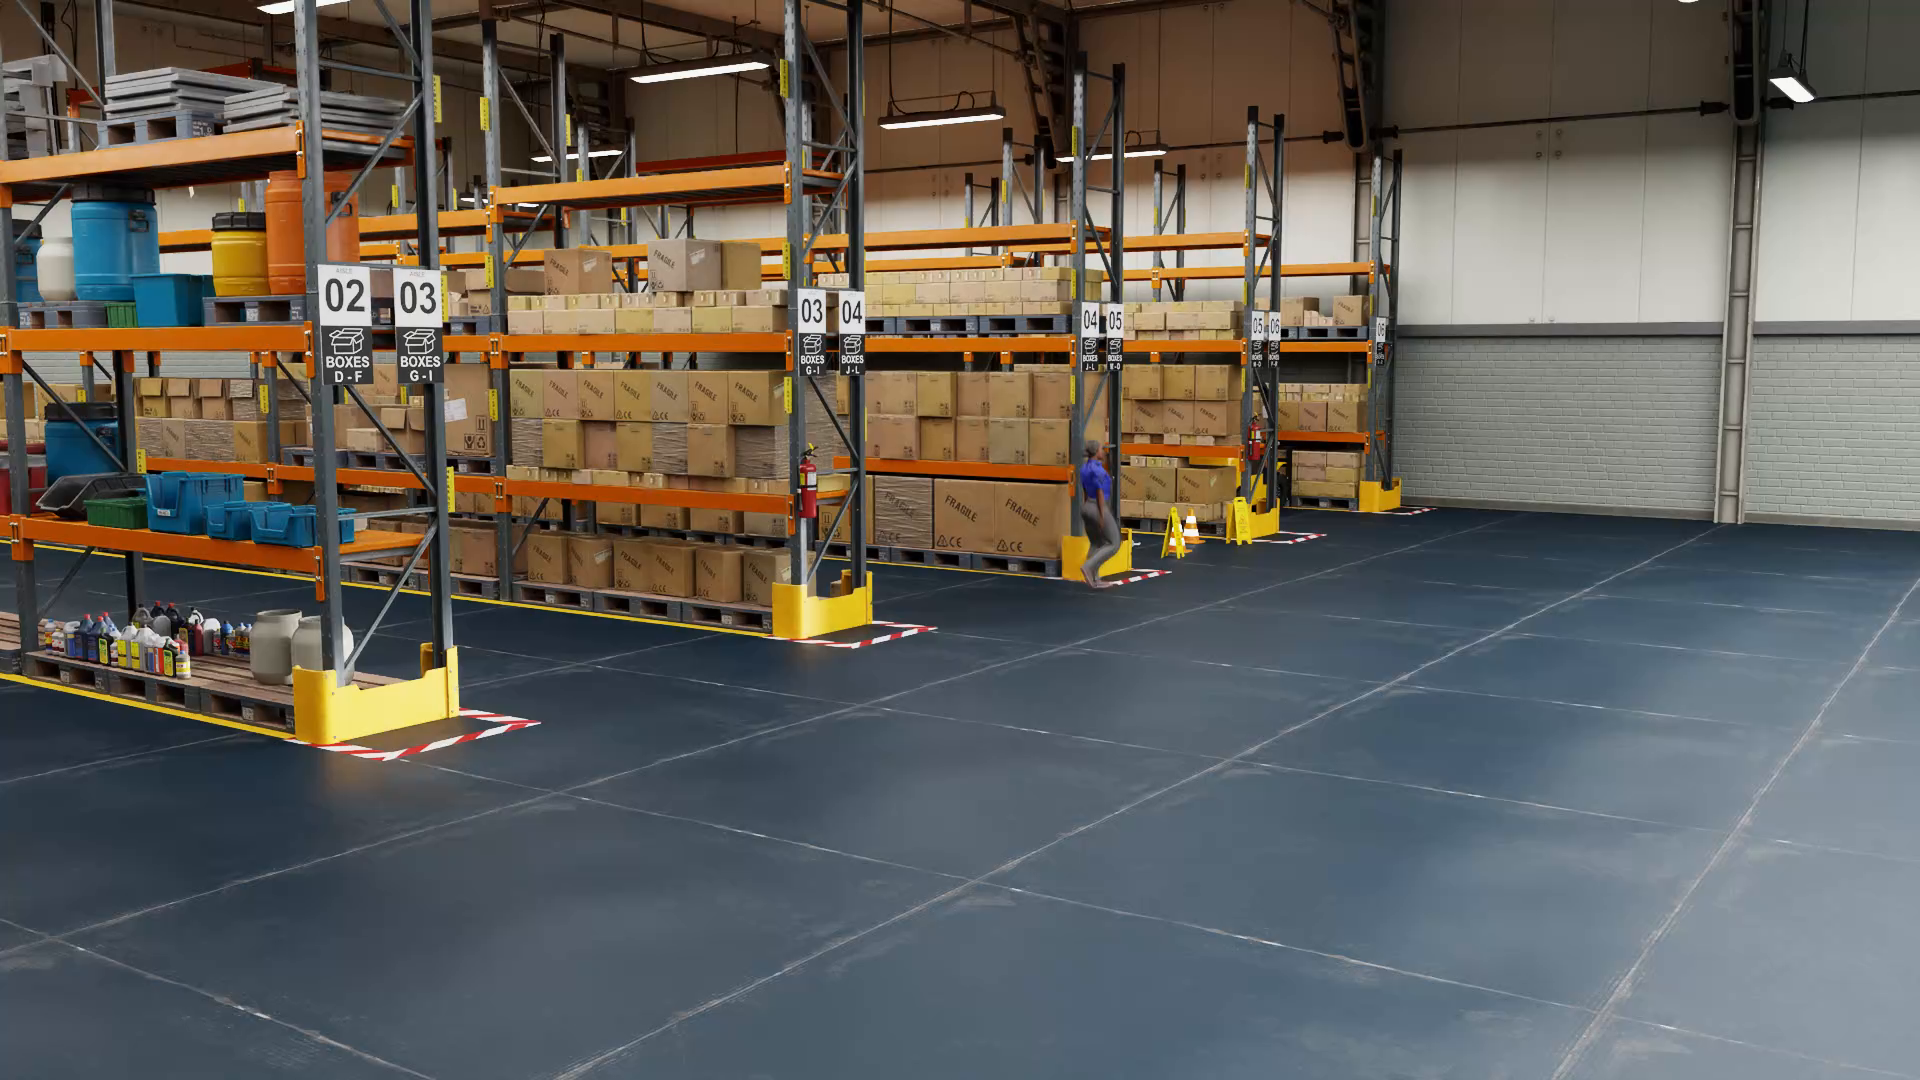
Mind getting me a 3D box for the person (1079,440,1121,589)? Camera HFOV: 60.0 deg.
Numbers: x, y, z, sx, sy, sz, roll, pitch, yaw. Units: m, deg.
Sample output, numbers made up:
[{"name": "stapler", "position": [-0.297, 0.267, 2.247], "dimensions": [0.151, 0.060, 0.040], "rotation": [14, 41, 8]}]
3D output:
[{"name": "person", "position": [1.491, -0.280, 18.313], "dimensions": [0.475, 1.644, 0.453], "rotation": [-3, 7, -25]}]
